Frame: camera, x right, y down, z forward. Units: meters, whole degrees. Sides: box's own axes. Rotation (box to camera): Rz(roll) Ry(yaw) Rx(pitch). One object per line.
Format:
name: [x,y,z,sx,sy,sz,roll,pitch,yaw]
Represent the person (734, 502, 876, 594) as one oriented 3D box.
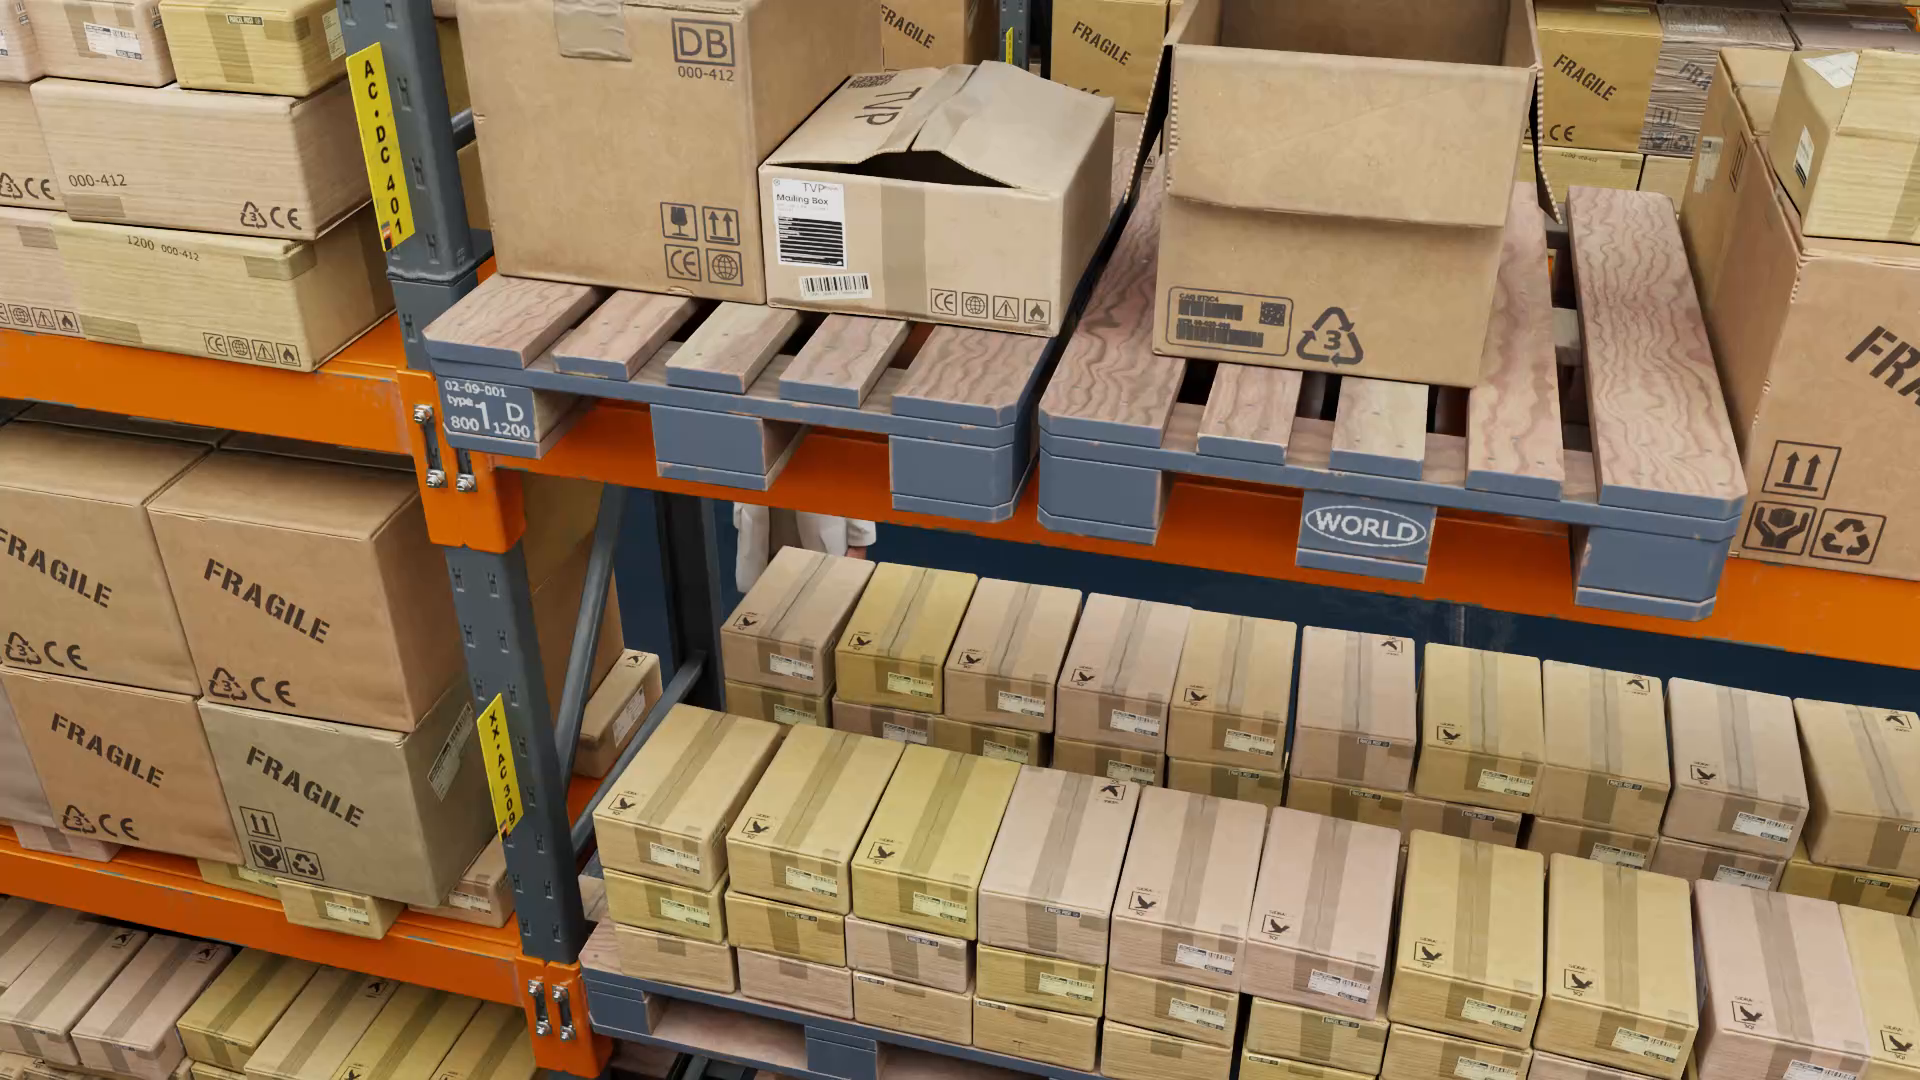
person: [-0.582,-0.014,6.177,0.562,1.775,0.379,9,33,13]
